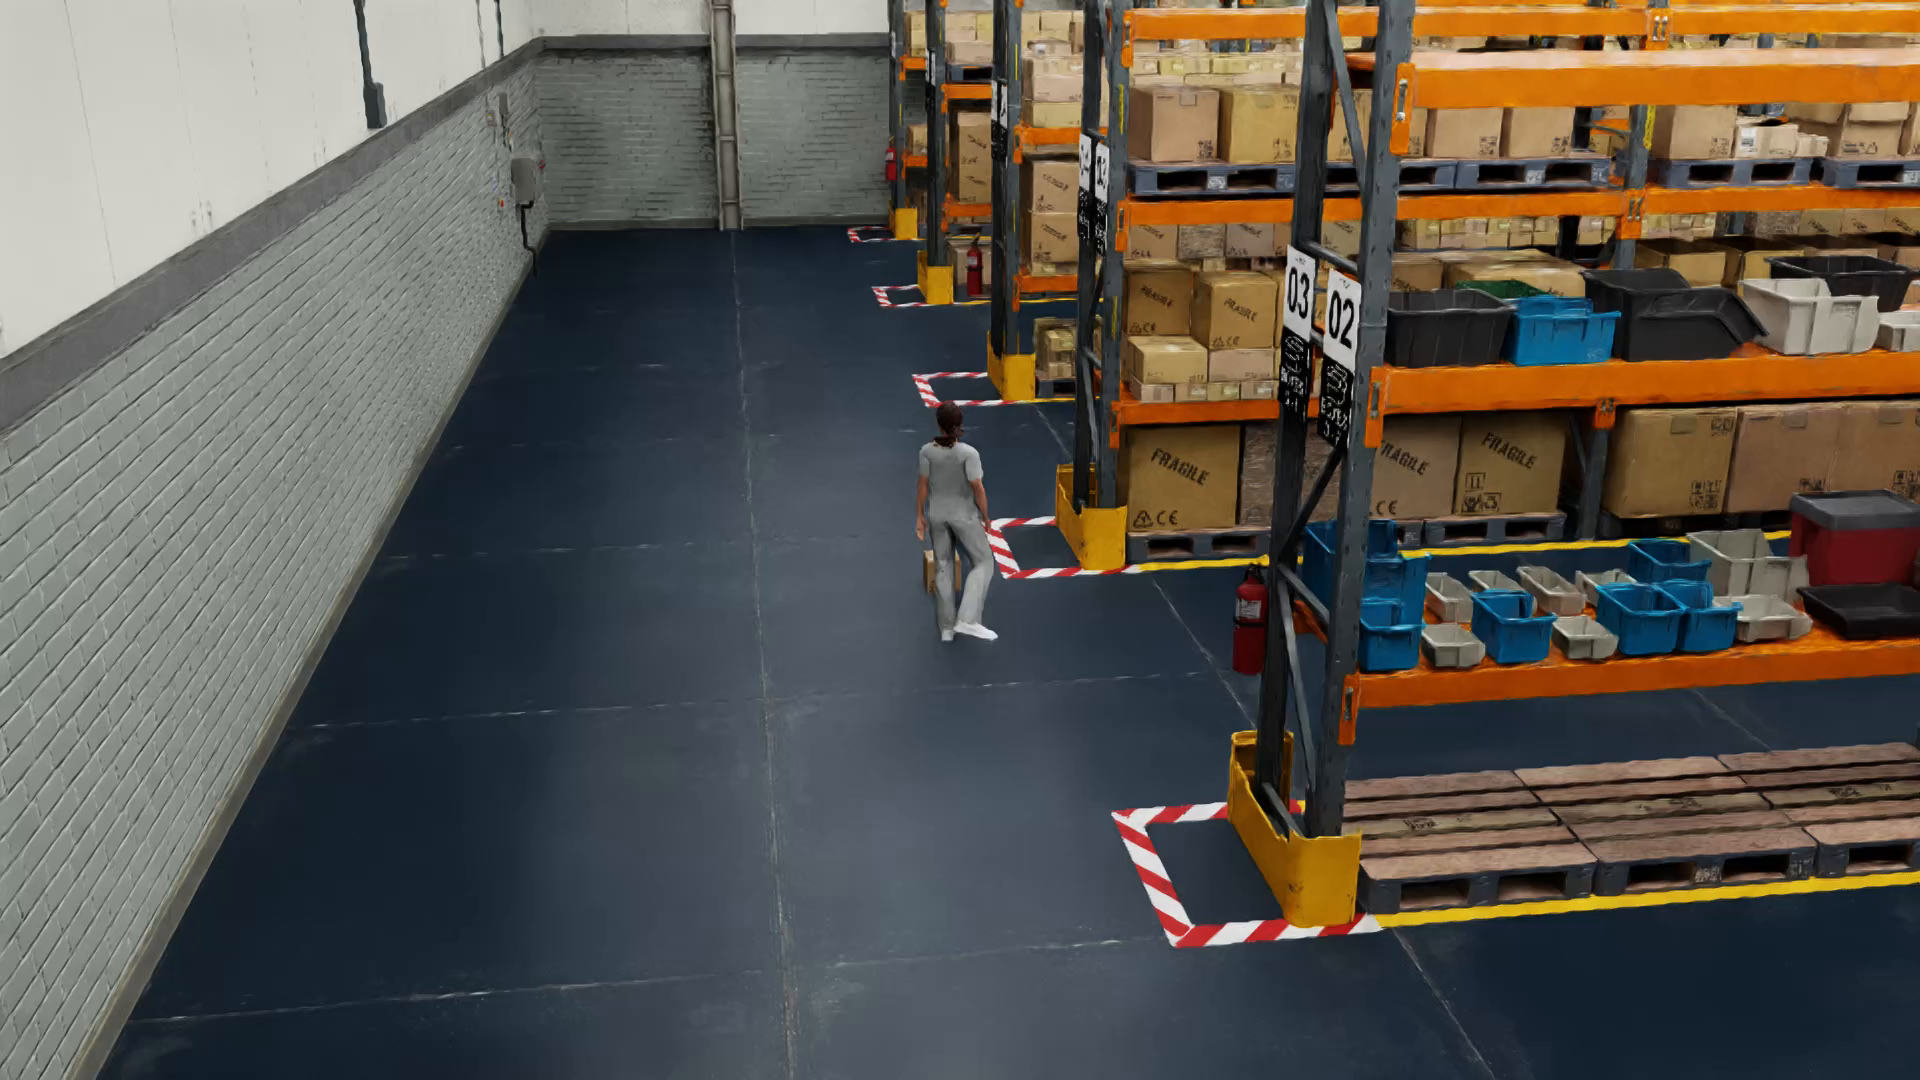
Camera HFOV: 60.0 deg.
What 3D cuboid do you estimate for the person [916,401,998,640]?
[{"bbox_3d":[-0.004,-0.108,11.330,0.633,1.662,0.436,8,21,20],"label":"person"}]
